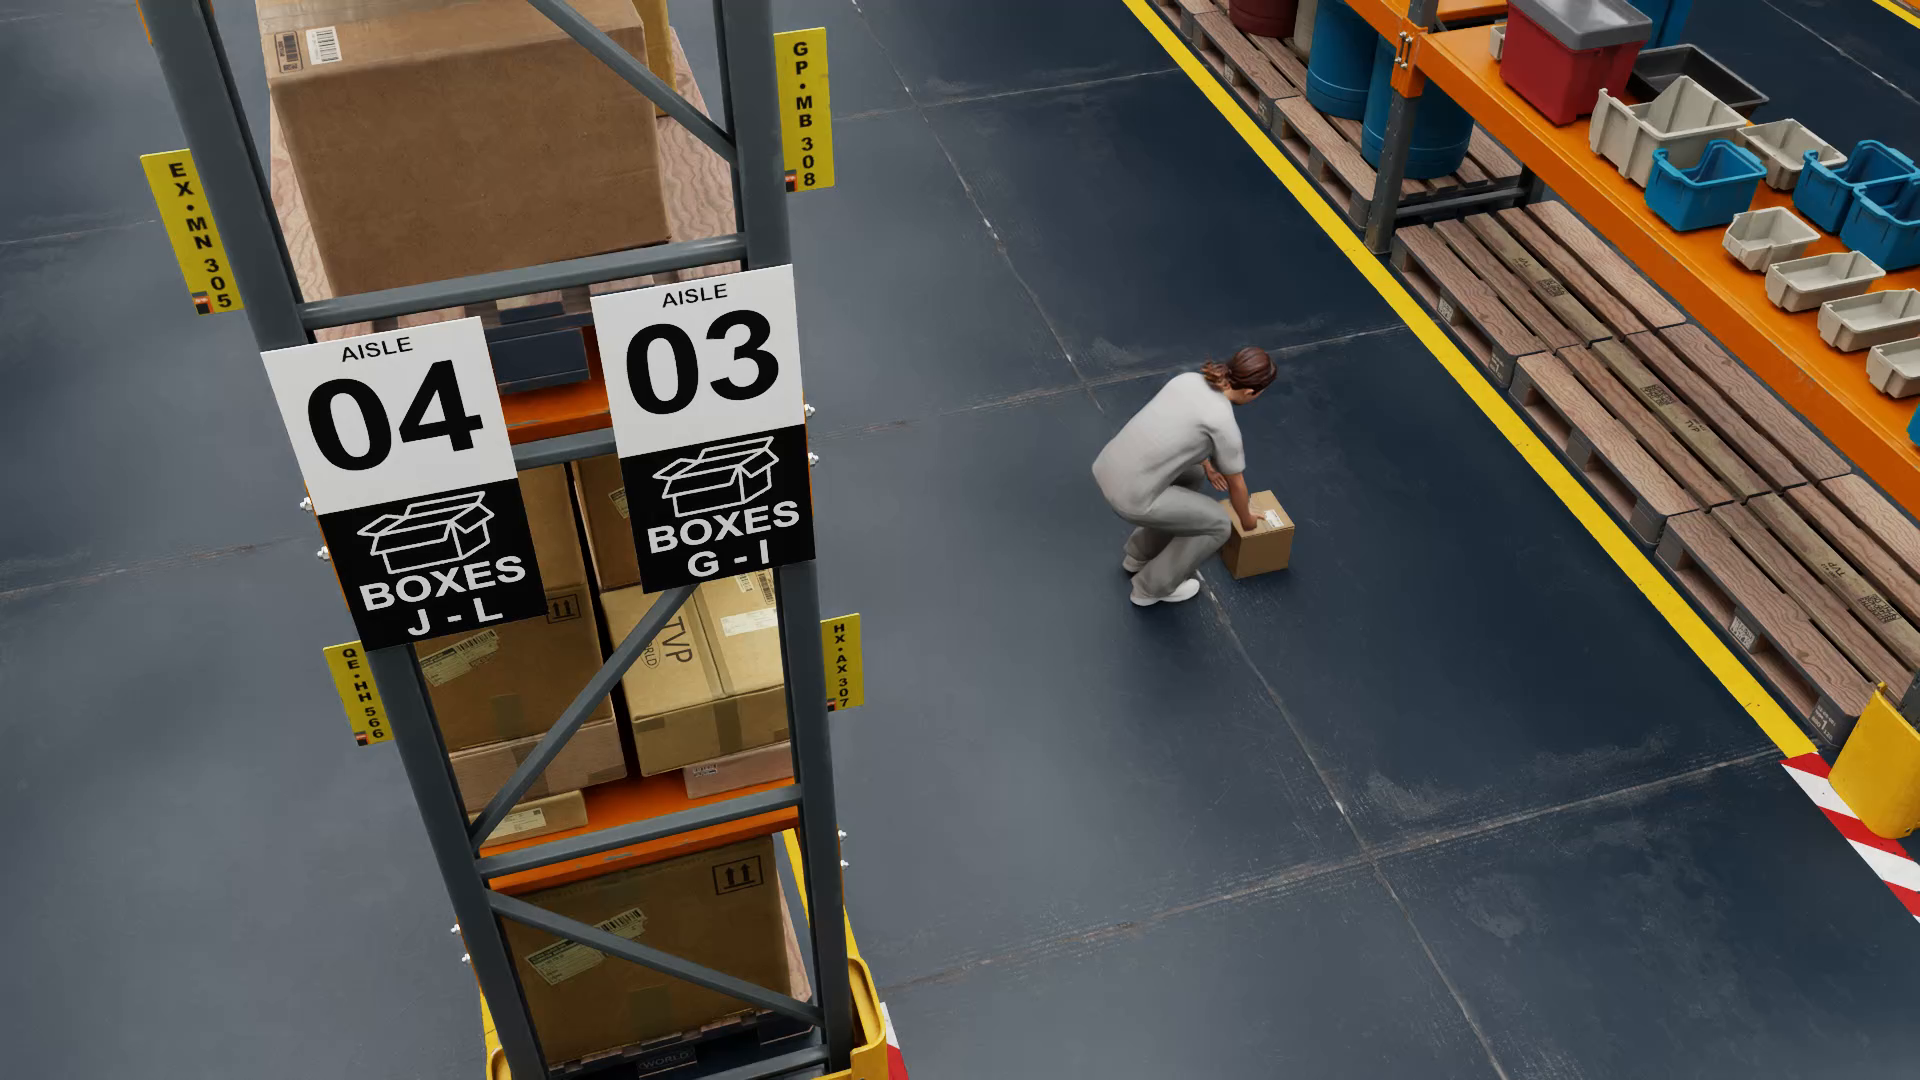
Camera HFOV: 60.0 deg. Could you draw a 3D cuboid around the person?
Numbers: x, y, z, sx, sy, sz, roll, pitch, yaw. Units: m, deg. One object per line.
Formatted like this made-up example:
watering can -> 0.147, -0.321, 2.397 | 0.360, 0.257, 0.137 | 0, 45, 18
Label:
person -> 0.992, -0.128, 7.012 | 0.867, 0.748, 0.447 | -13, 44, -14
